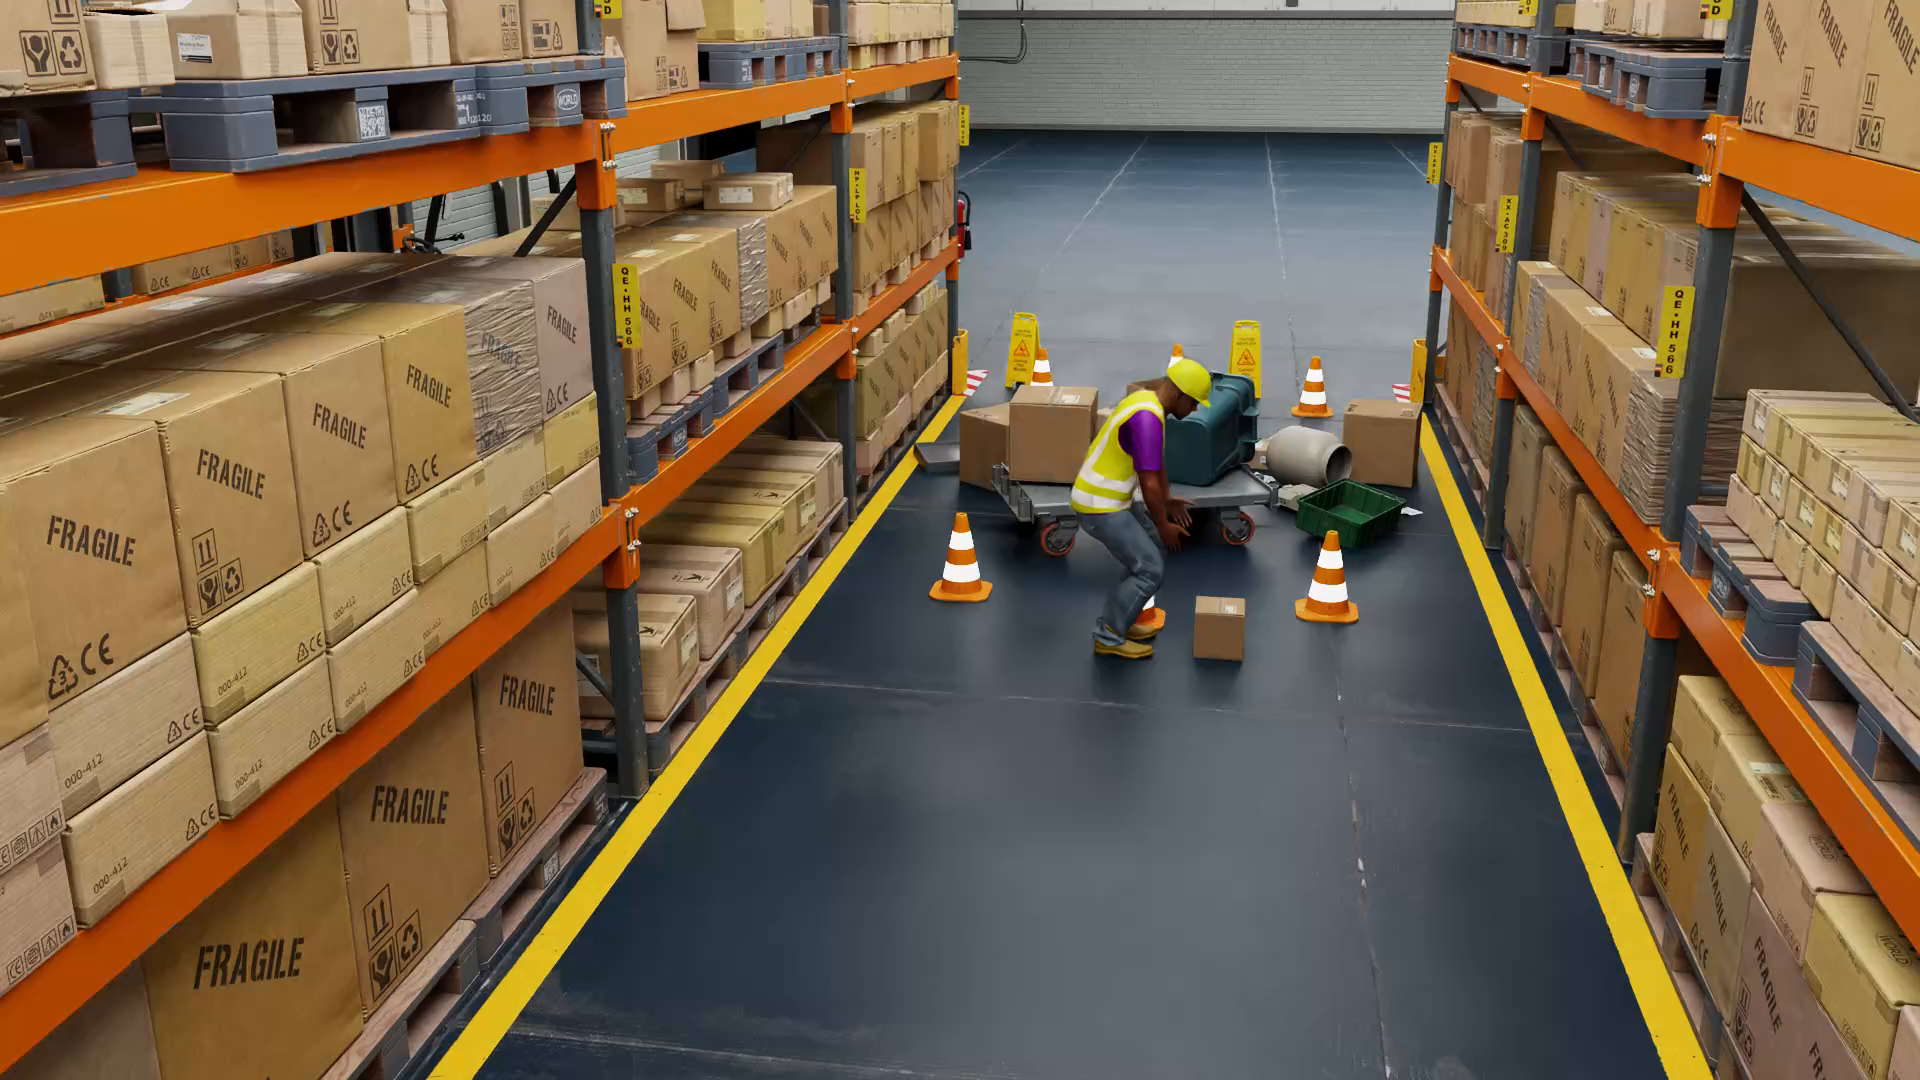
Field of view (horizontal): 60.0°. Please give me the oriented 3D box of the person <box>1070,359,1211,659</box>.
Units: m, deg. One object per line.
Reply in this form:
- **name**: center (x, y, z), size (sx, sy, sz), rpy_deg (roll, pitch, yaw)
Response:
- **person**: center (0.911, -0.180, 8.486), size (0.687, 1.517, 0.627), rpy_deg (3, 18, 9)
